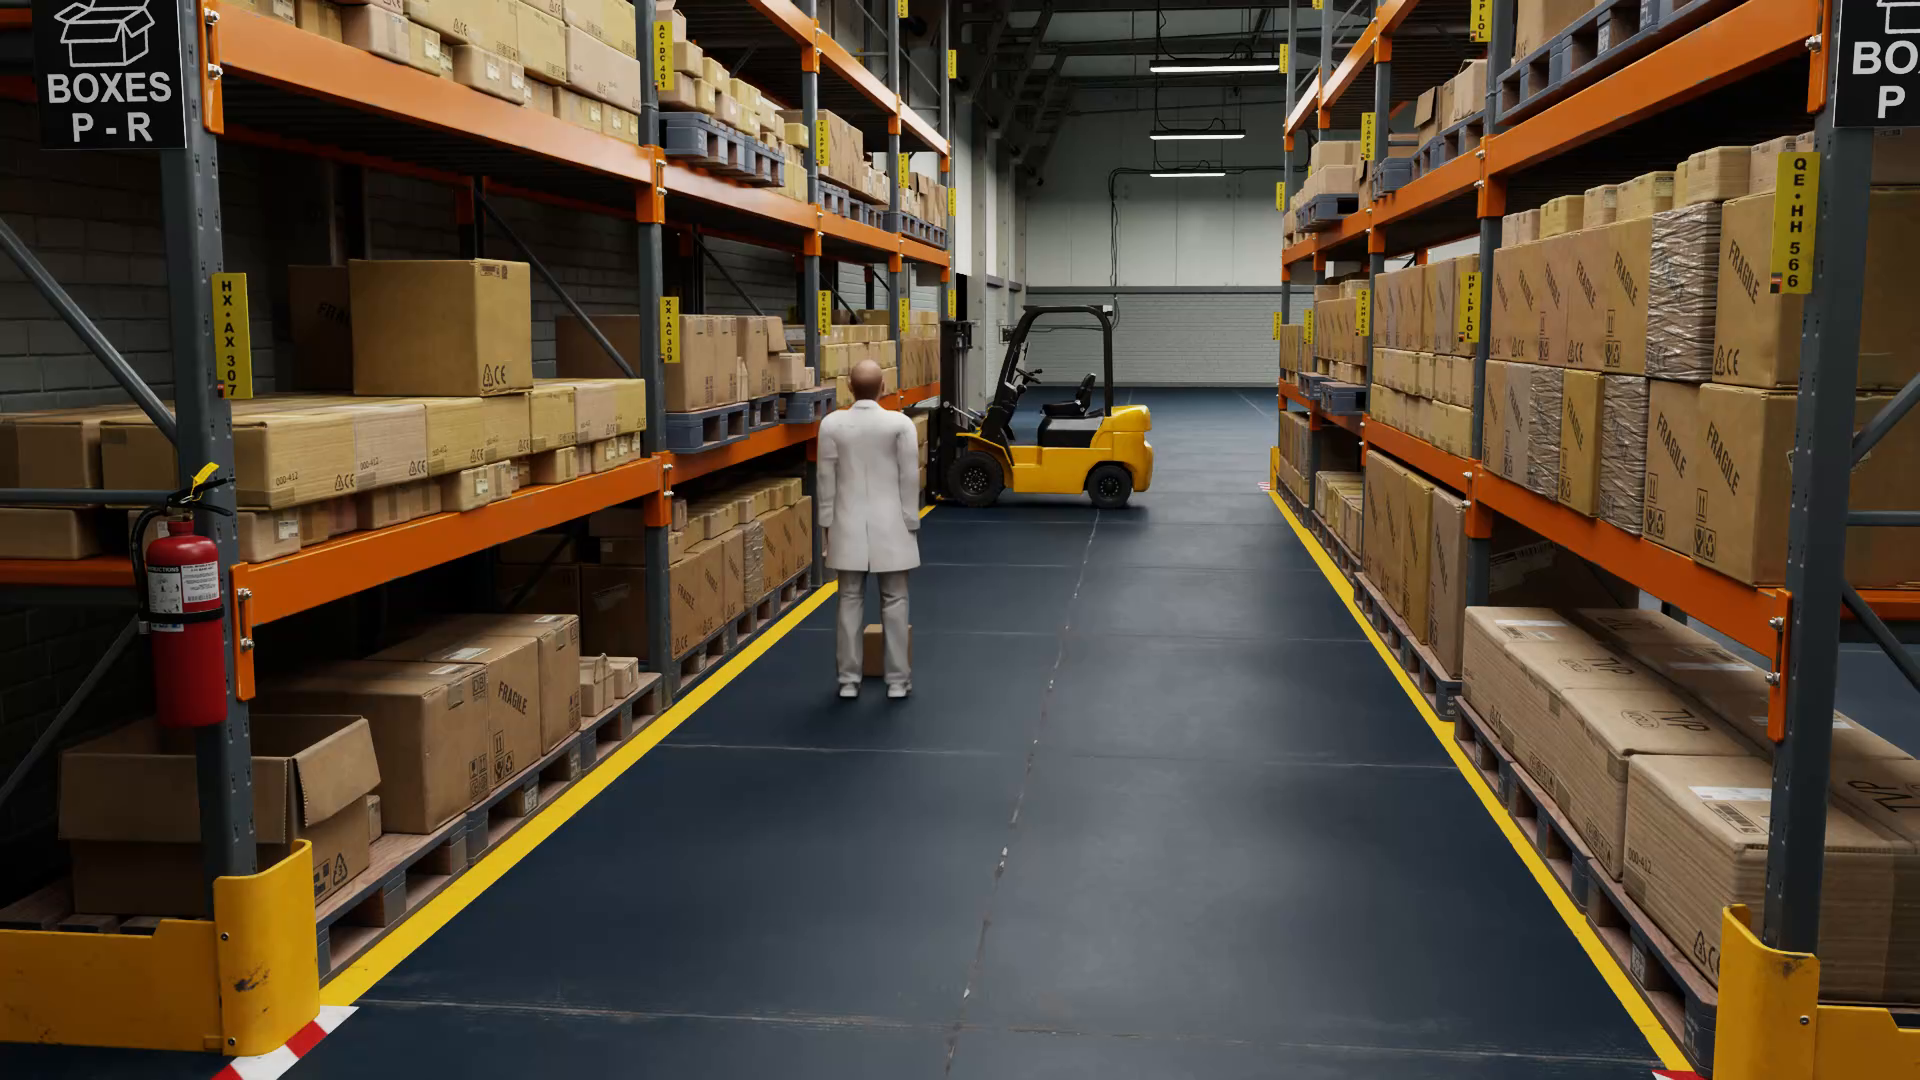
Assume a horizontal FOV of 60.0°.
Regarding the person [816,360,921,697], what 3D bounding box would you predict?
[{"bbox_3d":[-0.482,-0.063,8.828,0.558,1.779,0.390,1,7,7],"label":"person"}]
